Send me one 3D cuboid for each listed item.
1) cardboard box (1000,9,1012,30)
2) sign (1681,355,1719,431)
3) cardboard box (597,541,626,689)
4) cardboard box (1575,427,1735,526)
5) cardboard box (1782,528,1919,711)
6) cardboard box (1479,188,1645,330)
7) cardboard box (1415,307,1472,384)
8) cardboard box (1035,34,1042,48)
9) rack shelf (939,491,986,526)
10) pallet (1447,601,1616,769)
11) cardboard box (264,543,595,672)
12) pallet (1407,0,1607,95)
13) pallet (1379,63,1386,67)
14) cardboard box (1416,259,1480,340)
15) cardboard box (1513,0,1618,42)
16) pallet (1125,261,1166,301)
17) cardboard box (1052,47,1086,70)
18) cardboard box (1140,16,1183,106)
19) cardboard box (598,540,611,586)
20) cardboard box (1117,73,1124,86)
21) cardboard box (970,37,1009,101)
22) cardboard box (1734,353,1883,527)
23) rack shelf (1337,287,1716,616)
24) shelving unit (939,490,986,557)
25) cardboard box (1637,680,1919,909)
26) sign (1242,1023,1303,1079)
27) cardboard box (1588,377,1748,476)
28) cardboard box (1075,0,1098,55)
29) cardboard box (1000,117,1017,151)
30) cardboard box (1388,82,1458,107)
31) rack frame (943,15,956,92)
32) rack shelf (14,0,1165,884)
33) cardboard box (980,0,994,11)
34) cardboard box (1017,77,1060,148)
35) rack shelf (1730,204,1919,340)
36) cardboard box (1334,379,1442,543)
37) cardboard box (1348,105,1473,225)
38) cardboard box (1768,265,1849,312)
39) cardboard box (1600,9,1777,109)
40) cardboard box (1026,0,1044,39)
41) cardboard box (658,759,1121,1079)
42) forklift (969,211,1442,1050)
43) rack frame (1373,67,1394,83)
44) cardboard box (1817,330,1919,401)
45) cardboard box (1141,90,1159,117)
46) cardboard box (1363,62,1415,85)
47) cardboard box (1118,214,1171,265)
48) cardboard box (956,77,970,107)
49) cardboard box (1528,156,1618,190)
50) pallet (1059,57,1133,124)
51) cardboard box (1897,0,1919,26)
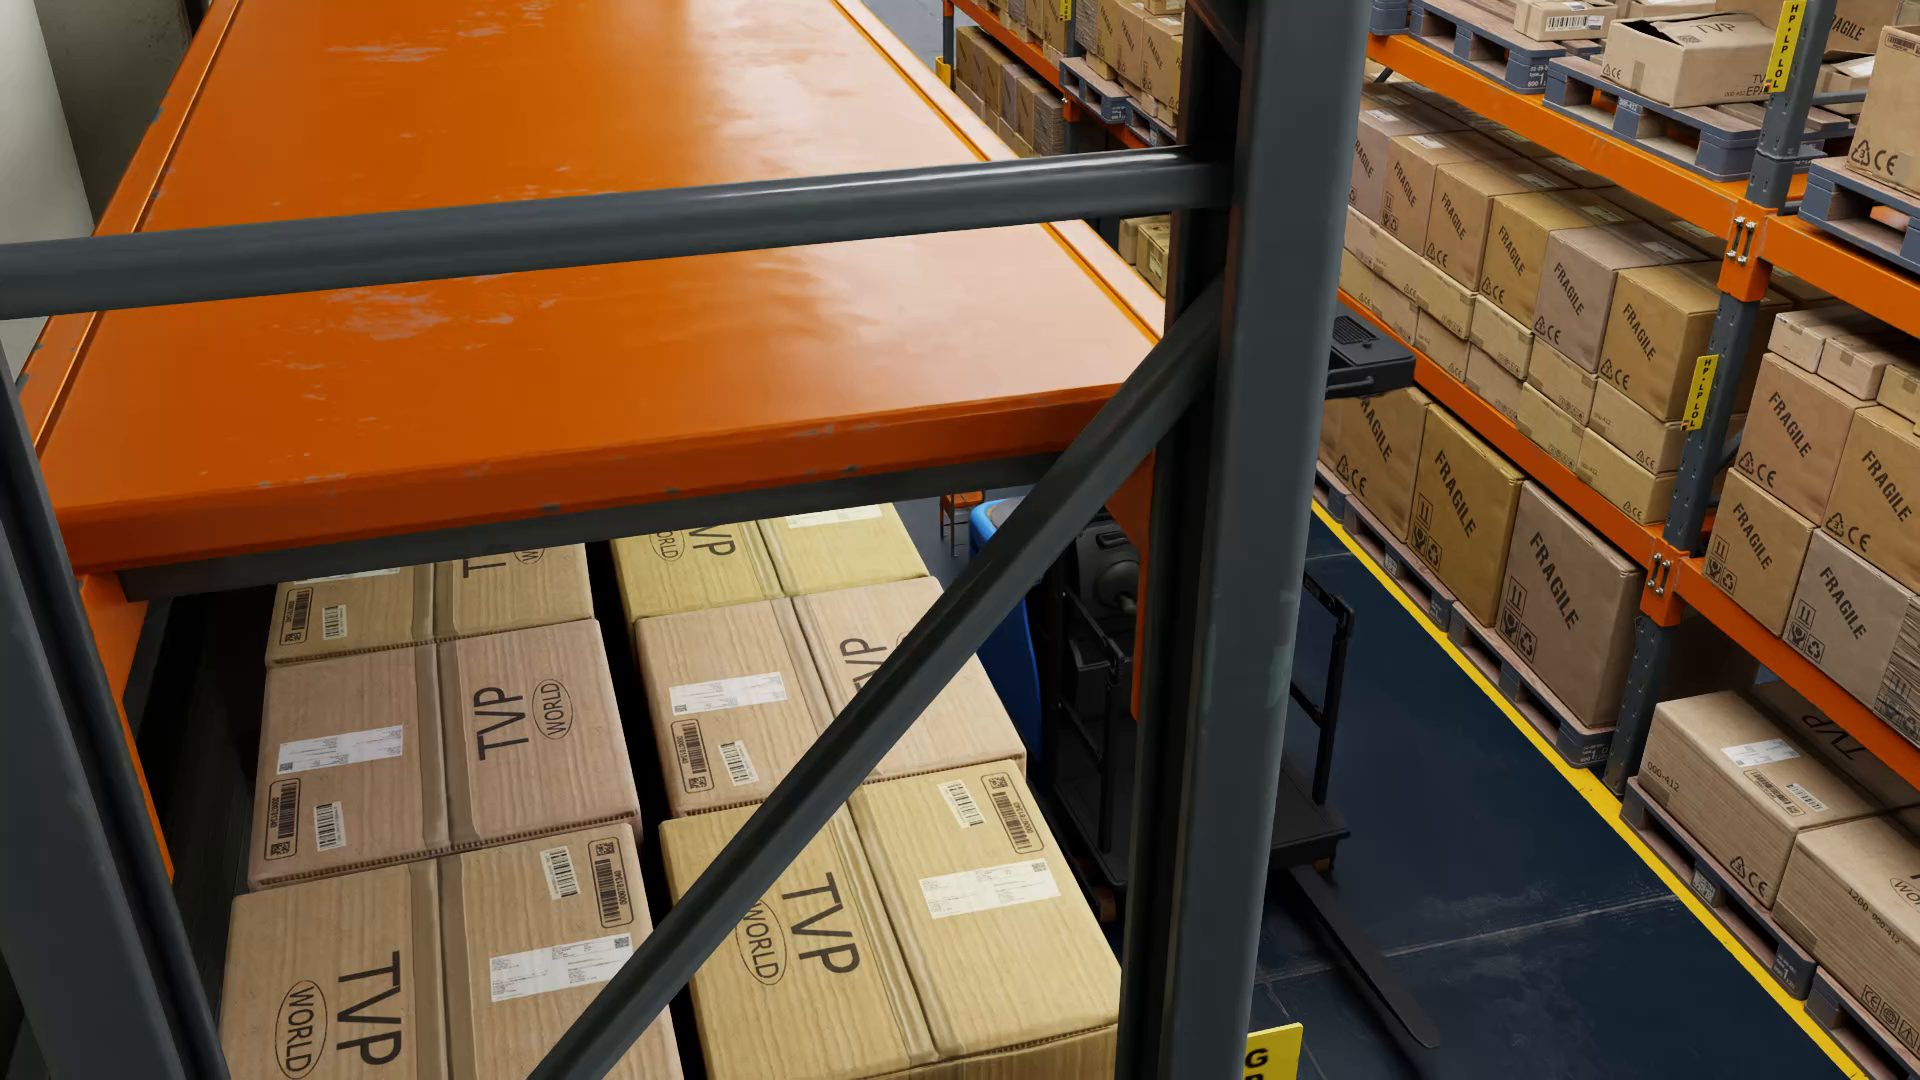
[{"bbox_3d":[0.586,-4.808,15.314,0.380,0.149,0.250,-8,31,-13],"label":"cardboard box"},{"bbox_3d":[2.983,-0.591,6.700,0.100,0.325,0.005,-8,31,-13],"label":"sign"},{"bbox_3d":[-0.512,0.041,3.543,0.500,0.250,0.500,-8,31,-14],"label":"cardboard box"},{"bbox_3d":[3.141,-0.319,7.457,0.500,0.250,0.500,-9,31,-14],"label":"cardboard box"},{"bbox_3d":[3.505,0.261,6.206,0.500,0.500,0.500,-8,31,-13],"label":"cardboard box"},{"bbox_3d":[2.882,-1.356,8.000,0.500,0.500,0.500,-7,31,-12],"label":"cardboard box"},{"bbox_3d":[2.750,-1.061,8.738,0.500,0.250,0.500,-8,31,-13],"label":"cardboard box"},{"bbox_3d":[0.881,-4.449,14.693,0.380,0.149,0.250,-8,31,-14],"label":"cardboard box"},{"bbox_3d":[0.014,-0.179,9.587,0.215,0.259,0.240,-8,31,-13],"label":"rack shelf"},{"bbox_3d":[3.226,0.643,8.428,1.003,0.211,1.213,-8,31,-13],"label":"pallet"},{"bbox_3d":[-0.891,0.138,2.877,0.500,0.250,0.500,-8,31,-13],"label":"cardboard box"},{"bbox_3d":[2.963,-2.506,8.279,1.003,0.211,1.213,-6,31,-11],"label":"pallet"},{"bbox_3d":[5.351,-5.121,18.387,1.003,0.211,1.213,-8,31,-13],"label":"pallet"},{"bbox_3d":[2.716,-1.268,8.597,0.500,0.250,0.500,-7,31,-12],"label":"cardboard box"},{"bbox_3d":[2.857,-2.473,7.849,0.380,0.166,0.250,-5,30,-9],"label":"cardboard box"},{"bbox_3d":[1.915,-1.892,12.808,1.003,0.211,1.213,-8,31,-13],"label":"pallet"},{"bbox_3d":[1.001,-4.071,14.040,0.380,0.149,0.250,-8,31,-14],"label":"cardboard box"},{"bbox_3d":[1.626,-3.425,11.857,0.500,0.500,0.500,-9,31,-15],"label":"cardboard box"},{"bbox_3d":[-0.504,-0.167,3.404,0.500,0.250,0.500,-7,31,-12],"label":"cardboard box"},{"bbox_3d":[1.429,-3.581,12.773,0.380,0.149,0.250,-6,31,-10],"label":"cardboard box"},{"bbox_3d":[0.416,-4.623,16.321,0.500,0.500,0.500,-9,31,-15],"label":"cardboard box"},{"bbox_3d":[3.396,-0.415,6.375,0.500,0.500,0.500,-8,31,-13],"label":"cardboard box"},{"bbox_3d":[2.972,-0.856,8.952,1.077,0.370,4.000,-8,31,-13],"label":"rack shelf"},{"bbox_3d":[0.014,-0.429,9.442,0.215,1.050,0.252,-8,31,-13],"label":"shelving unit"},{"bbox_3d":[3.566,1.043,7.091,0.875,0.438,0.875,-8,31,-14],"label":"cardboard box"},{"bbox_3d":[0.303,0.644,1.777,0.100,0.325,0.005,-8,31,-13],"label":"sign"},{"bbox_3d":[3.152,-0.533,7.328,0.500,0.250,0.500,-8,31,-13],"label":"cardboard box"},{"bbox_3d":[1.228,-4.154,13.117,0.500,0.500,0.500,-7,31,-12],"label":"cardboard box"},{"bbox_3d":[0.682,-3.809,15.661,0.500,0.250,0.500,-7,31,-13],"label":"cardboard box"},{"bbox_3d":[2.831,-2.394,9.794,0.500,0.500,0.500,-9,31,-15],"label":"cardboard box"},{"bbox_3d":[0.318,-5.997,17.116,1.000,3.000,0.127,-8,31,-13],"label":"rack frame"},{"bbox_3d":[-0.751,-0.857,2.969,1.077,0.370,4.000,-8,31,-13],"label":"rack shelf"},{"bbox_3d":[0.406,-5.188,15.971,0.380,0.149,0.250,-7,31,-12],"label":"cardboard box"},{"bbox_3d":[0.827,-3.877,15.031,0.500,0.500,0.500,-7,31,-12],"label":"cardboard box"},{"bbox_3d":[4.034,-0.222,4.863,1.077,0.370,4.000,-8,31,-13],"label":"rack shelf"},{"bbox_3d":[2.778,-0.619,9.527,0.875,0.875,0.875,-7,31,-13],"label":"cardboard box"},{"bbox_3d":[2.478,-2.100,9.286,0.500,0.500,0.500,-8,31,-13],"label":"cardboard box"},{"bbox_3d":[3.664,-0.928,7.261,0.500,0.500,0.500,-7,31,-13],"label":"cardboard box"},{"bbox_3d":[3.067,-2.040,6.956,0.500,0.311,0.500,-8,31,-13],"label":"cardboard box"},{"bbox_3d":[0.879,-4.666,14.421,0.500,0.500,0.500,-7,31,-12],"label":"cardboard box"},{"bbox_3d":[-0.095,0.566,2.137,0.500,0.250,0.500,-8,31,-14],"label":"cardboard box"},{"bbox_3d":[0.977,0.112,6.631,1.130,2.935,3.031,-9,31,-16],"label":"forklift"},{"bbox_3d":[2.442,-2.133,10.441,1.000,3.000,0.127,-8,31,-13],"label":"rack frame"},{"bbox_3d":[3.420,-0.649,6.132,0.380,0.149,0.250,-7,31,-13],"label":"cardboard box"},{"bbox_3d":[1.541,-3.196,12.109,0.380,0.149,0.250,-7,31,-11],"label":"cardboard box"},{"bbox_3d":[2.545,-2.735,10.665,0.500,0.500,0.500,-9,31,-15],"label":"cardboard box"},{"bbox_3d":[1.716,-2.510,13.296,0.950,0.372,0.625,-6,31,-10],"label":"cardboard box"},{"bbox_3d":[0.266,-4.562,16.963,0.500,0.250,0.500,-8,31,-14],"label":"cardboard box"},{"bbox_3d":[3.228,-1.661,8.528,0.500,0.500,0.500,-8,31,-14],"label":"cardboard box"},{"bbox_3d":[1.442,-3.594,13.156,1.003,0.211,1.213,-8,31,-13],"label":"pallet"},{"bbox_3d":[7.078,-3.534,11.764,0.700,0.500,0.500,-8,31,-14],"label":"cardboard box"}]
